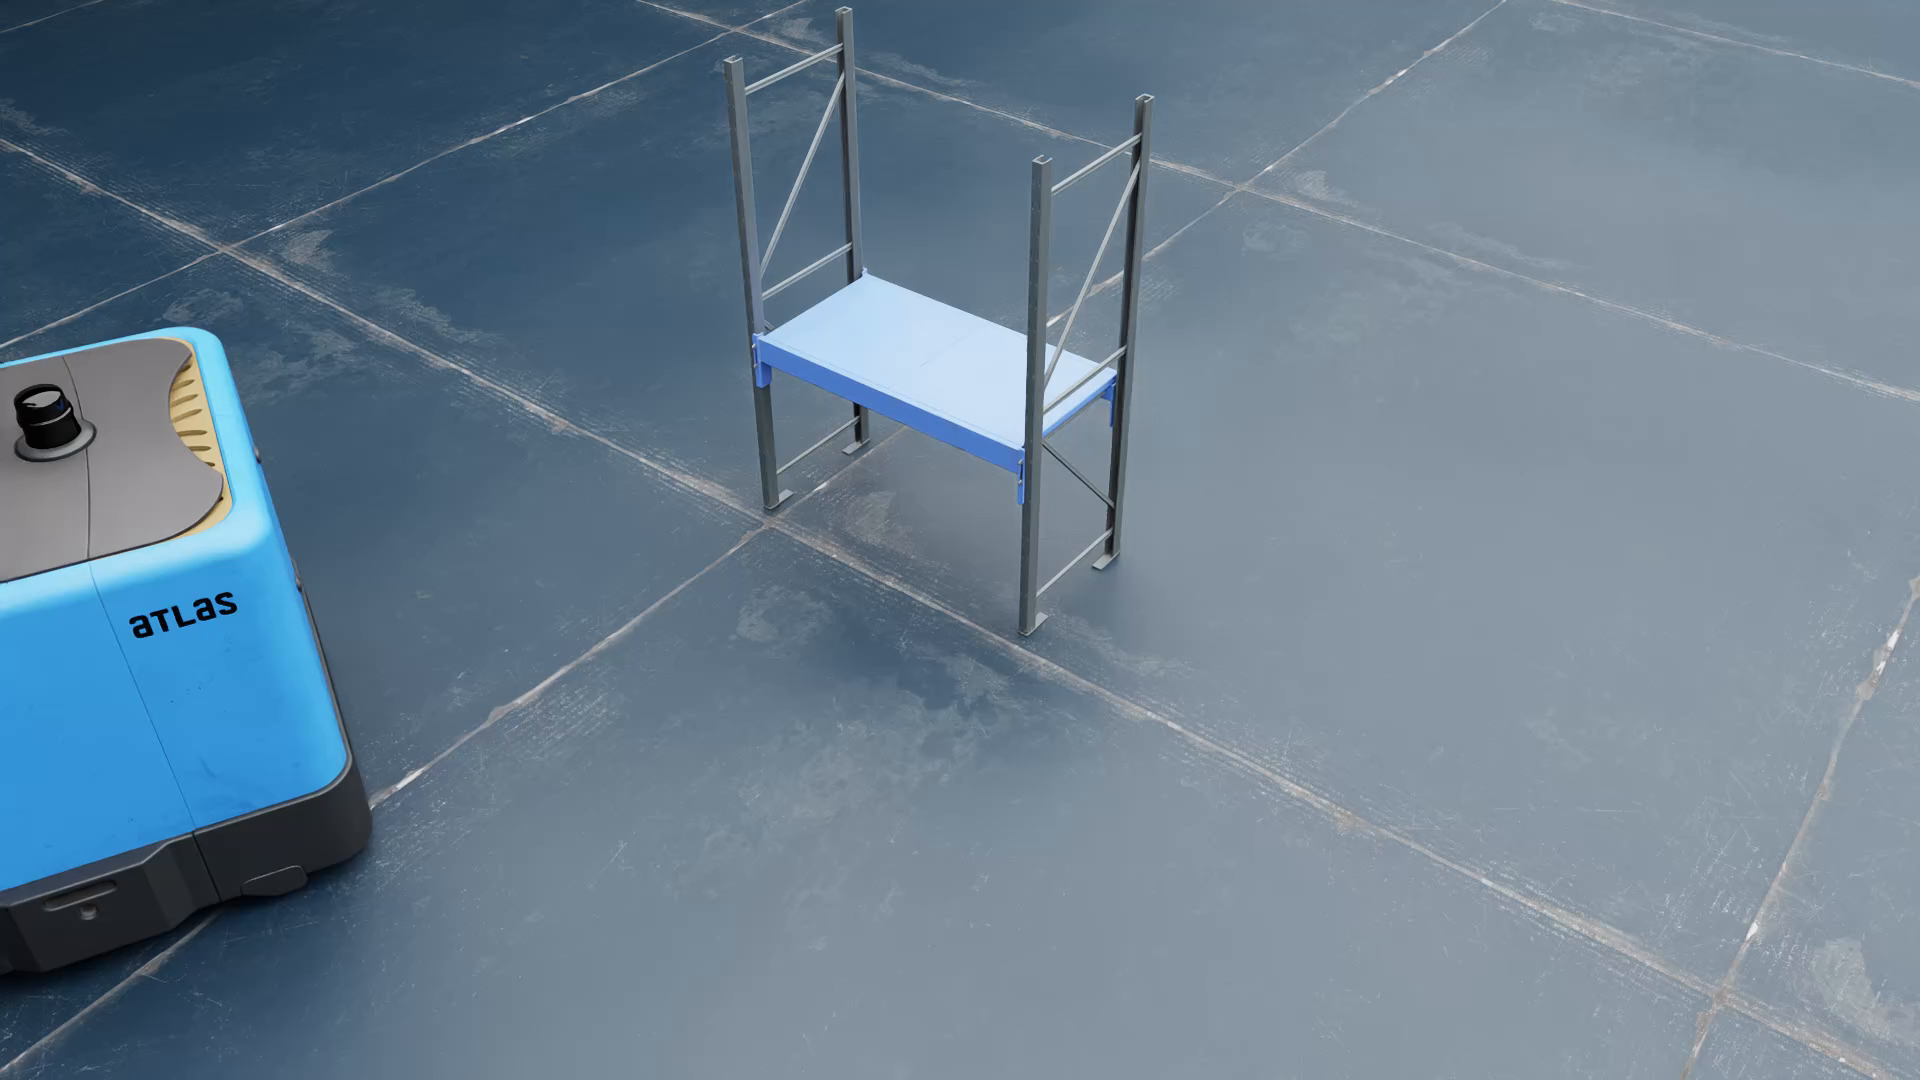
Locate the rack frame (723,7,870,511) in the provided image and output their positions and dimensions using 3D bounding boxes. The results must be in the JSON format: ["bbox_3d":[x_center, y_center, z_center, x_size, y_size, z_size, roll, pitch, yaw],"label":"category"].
[{"bbox_3d":[-0.472,-0.813,5.072,0.032,1.500,0.500,25,45,29],"label":"rack frame"}]

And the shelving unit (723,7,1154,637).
[{"bbox_3d":[-0.068,-0.622,4.828,1.048,1.500,0.538,25,45,29],"label":"shelving unit"}]

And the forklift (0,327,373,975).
[{"bbox_3d":[-3.035,-0.202,3.130,3.031,2.935,1.130,-17,41,-20],"label":"forklift"}]

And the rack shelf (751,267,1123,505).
[{"bbox_3d":[-0.068,-0.481,4.939,1.000,0.185,0.538,25,45,29],"label":"rack shelf"}]

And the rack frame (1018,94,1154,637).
[{"bbox_3d":[0.336,-0.432,4.585,0.032,1.500,0.500,25,45,29],"label":"rack frame"}]
